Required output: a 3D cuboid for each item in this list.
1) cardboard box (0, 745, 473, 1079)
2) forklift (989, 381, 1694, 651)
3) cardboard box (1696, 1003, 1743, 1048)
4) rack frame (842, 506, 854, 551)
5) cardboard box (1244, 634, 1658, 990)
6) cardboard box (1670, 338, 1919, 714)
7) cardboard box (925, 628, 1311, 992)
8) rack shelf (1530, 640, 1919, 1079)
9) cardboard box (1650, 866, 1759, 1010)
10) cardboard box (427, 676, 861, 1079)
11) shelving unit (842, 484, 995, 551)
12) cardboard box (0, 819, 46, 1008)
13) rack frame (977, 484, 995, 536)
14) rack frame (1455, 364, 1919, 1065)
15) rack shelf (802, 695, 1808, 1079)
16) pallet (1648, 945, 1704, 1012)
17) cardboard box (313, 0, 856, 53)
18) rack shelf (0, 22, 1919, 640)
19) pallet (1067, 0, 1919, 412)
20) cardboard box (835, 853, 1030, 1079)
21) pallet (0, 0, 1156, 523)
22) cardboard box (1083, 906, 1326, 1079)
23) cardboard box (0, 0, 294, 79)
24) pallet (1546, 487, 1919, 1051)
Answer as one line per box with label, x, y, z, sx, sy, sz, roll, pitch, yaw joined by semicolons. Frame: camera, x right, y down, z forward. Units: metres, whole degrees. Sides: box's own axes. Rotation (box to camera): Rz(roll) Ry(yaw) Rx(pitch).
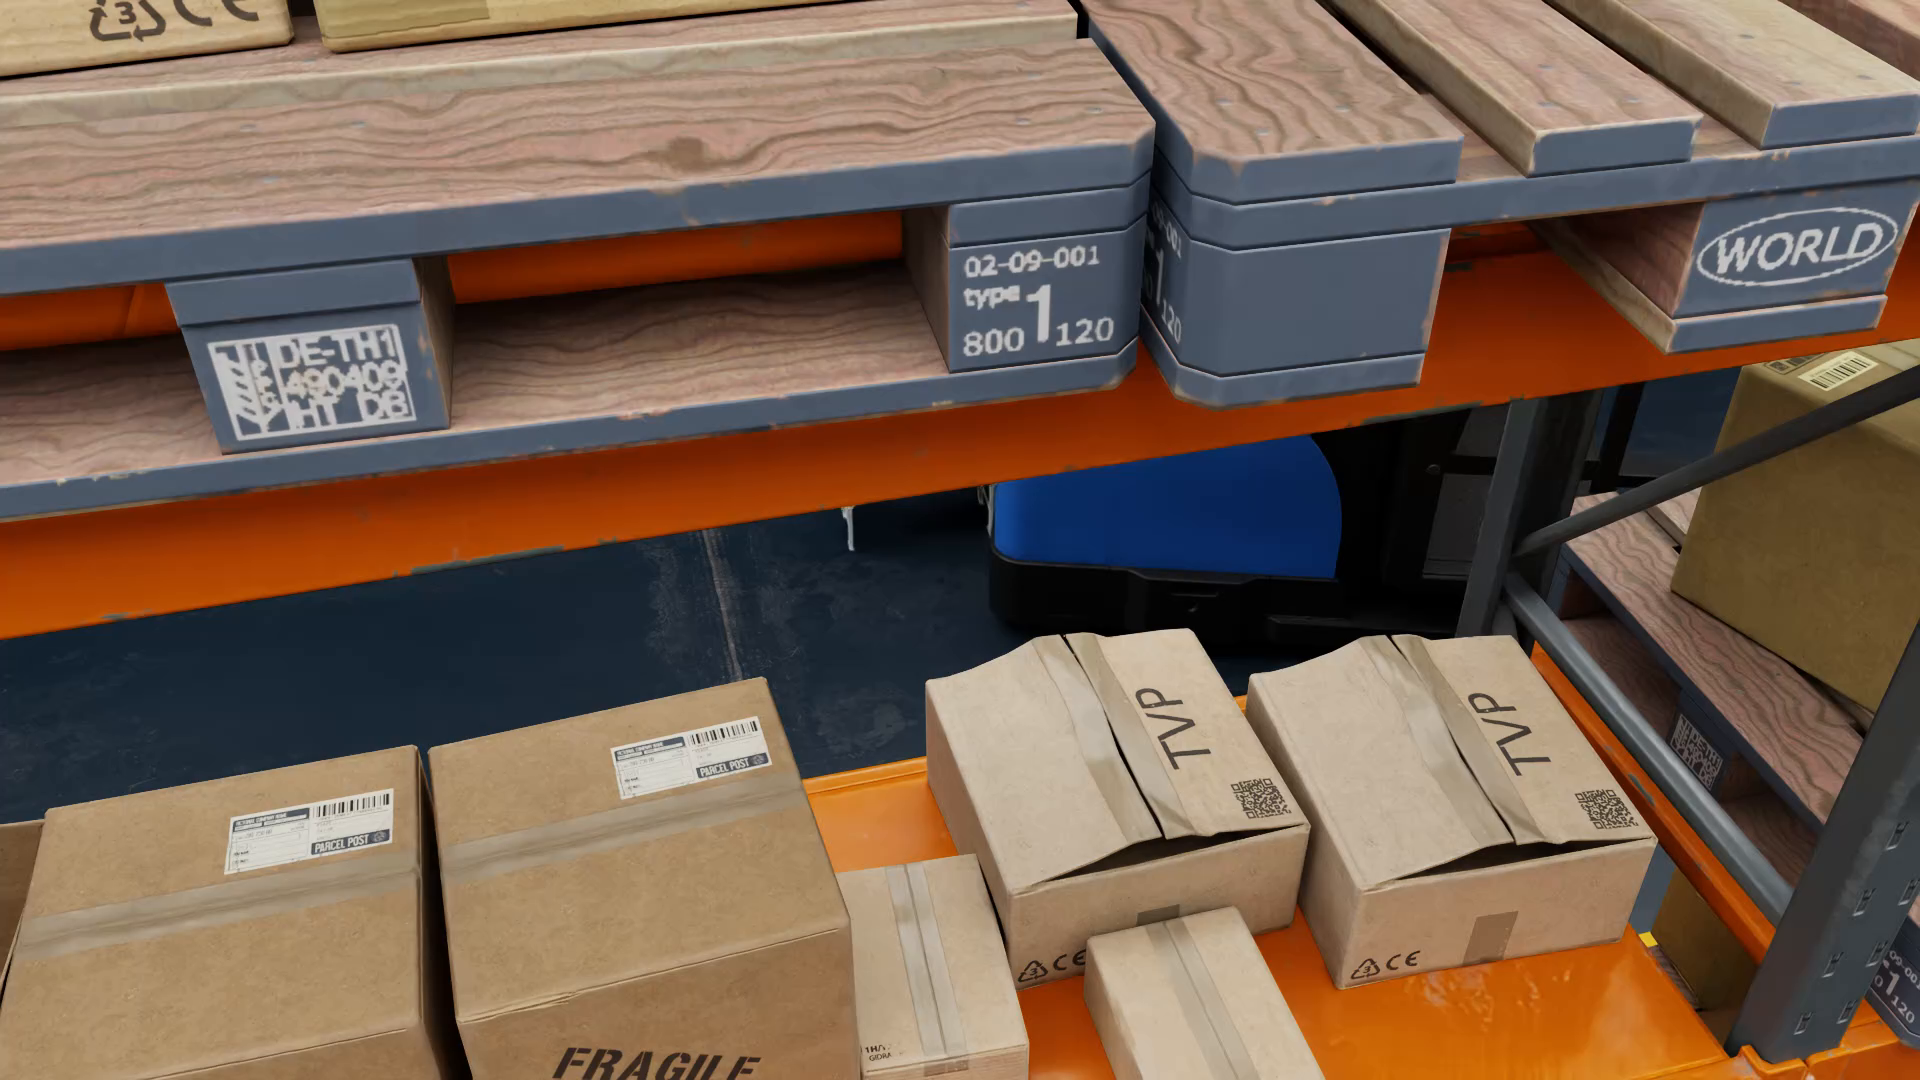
cardboard box;-0.963;0.675;2.317;0.500;0.500;0.500;-9;38;-12
forklift;1.642;-1.082;4.752;3.031;2.935;1.130;3;38;4
cardboard box;1.675;1.270;3.317;0.500;0.500;0.500;-8;38;-10
rack frame;-0.391;-0.512;5.431;0.015;1.200;0.240;-6;38;-8
cardboard box;0.798;0.423;2.801;0.500;0.311;0.500;-7;38;-9
cardboard box;1.739;-0.016;2.875;0.500;0.500;0.700;-23;43;-27
cardboard box;0.247;0.419;2.806;0.500;0.311;0.500;-10;38;-12
rack shelf;3.091;0.325;3.449;4.000;0.370;1.077;-9;38;-12
cardboard box;2.002;0.888;3.815;0.500;0.500;0.500;-8;38;-10
cardboard box;-0.455;0.592;2.426;0.500;0.500;0.500;-11;39;-14
shelving unit;-0.151;-0.537;5.464;0.503;1.200;0.258;-6;38;-8
cardboard box;-1.447;0.754;2.213;0.500;0.500;0.500;-7;38;-9
rack frame;0.090;-0.562;5.497;0.015;1.200;0.240;-6;38;-8
rack frame;1.161;0.356;2.816;0.127;3.000;1.000;-9;38;-12
rack shelf;-0.770;0.958;2.620;4.000;0.370;1.077;-9;38;-12
pallet;1.891;1.367;3.789;1.213;0.211;1.003;-9;38;-12
cardboard box;-0.319;-0.660;1.453;0.500;0.250;0.500;-10;39;-13
rack shelf;-0.770;-0.233;1.709;4.000;0.370;1.077;-9;38;-12
pallet;0.529;-0.601;1.753;1.003;0.211;1.213;-8;38;-10
cardboard box;-0.056;0.691;2.585;0.250;0.149;0.380;-7;38;-9
pallet;-0.550;-0.422;1.519;1.213;0.211;1.003;-8;38;-10
cardboard box;0.364;0.760;2.494;0.250;0.149;0.380;-9;38;-12
cardboard box;-0.839;-0.576;1.343;0.500;0.250;0.500;-12;39;-16
pallet;1.797;0.284;3.068;1.003;0.211;1.213;-9;38;-12
